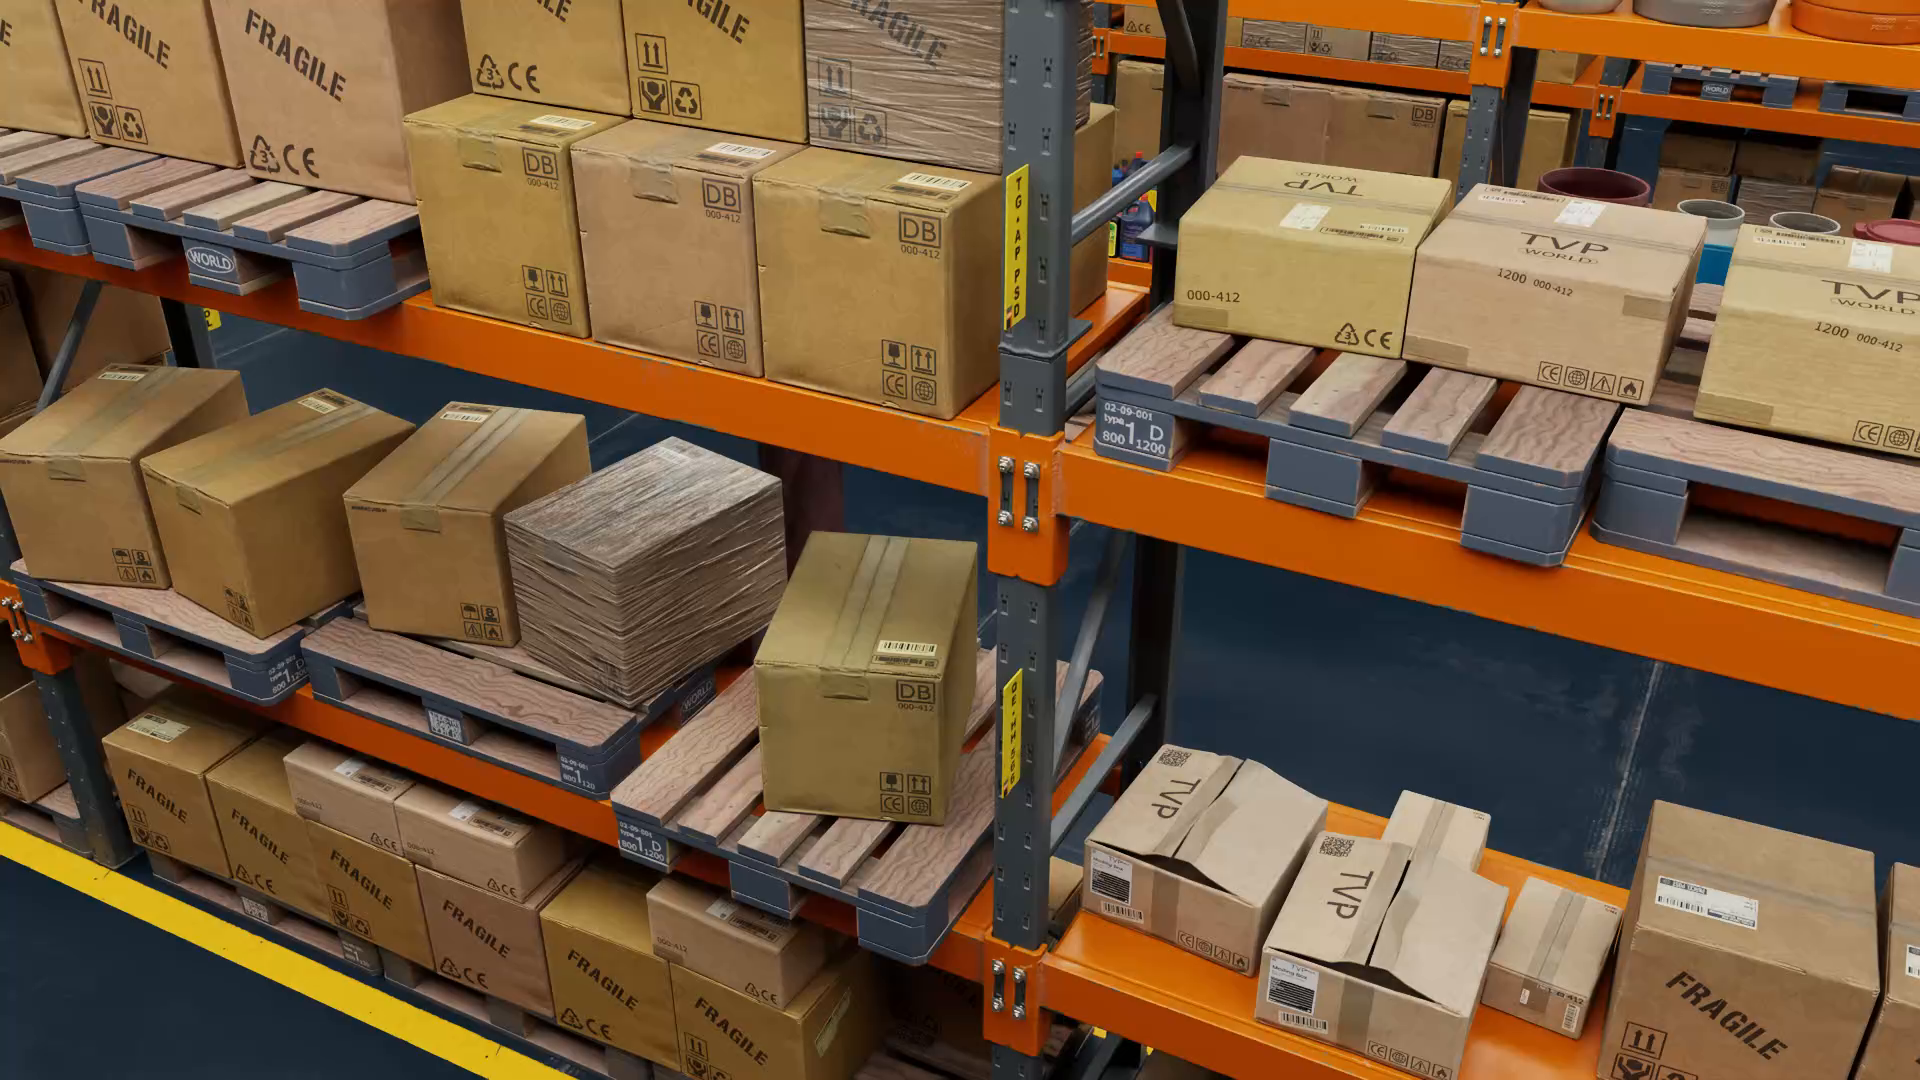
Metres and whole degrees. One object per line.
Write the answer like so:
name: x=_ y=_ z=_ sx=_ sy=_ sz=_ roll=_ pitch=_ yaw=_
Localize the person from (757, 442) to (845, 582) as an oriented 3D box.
person: x=-0.703 y=-0.050 z=7.240 sx=0.377 sy=1.773 sz=0.562 roll=15 pitch=33 yaw=24
